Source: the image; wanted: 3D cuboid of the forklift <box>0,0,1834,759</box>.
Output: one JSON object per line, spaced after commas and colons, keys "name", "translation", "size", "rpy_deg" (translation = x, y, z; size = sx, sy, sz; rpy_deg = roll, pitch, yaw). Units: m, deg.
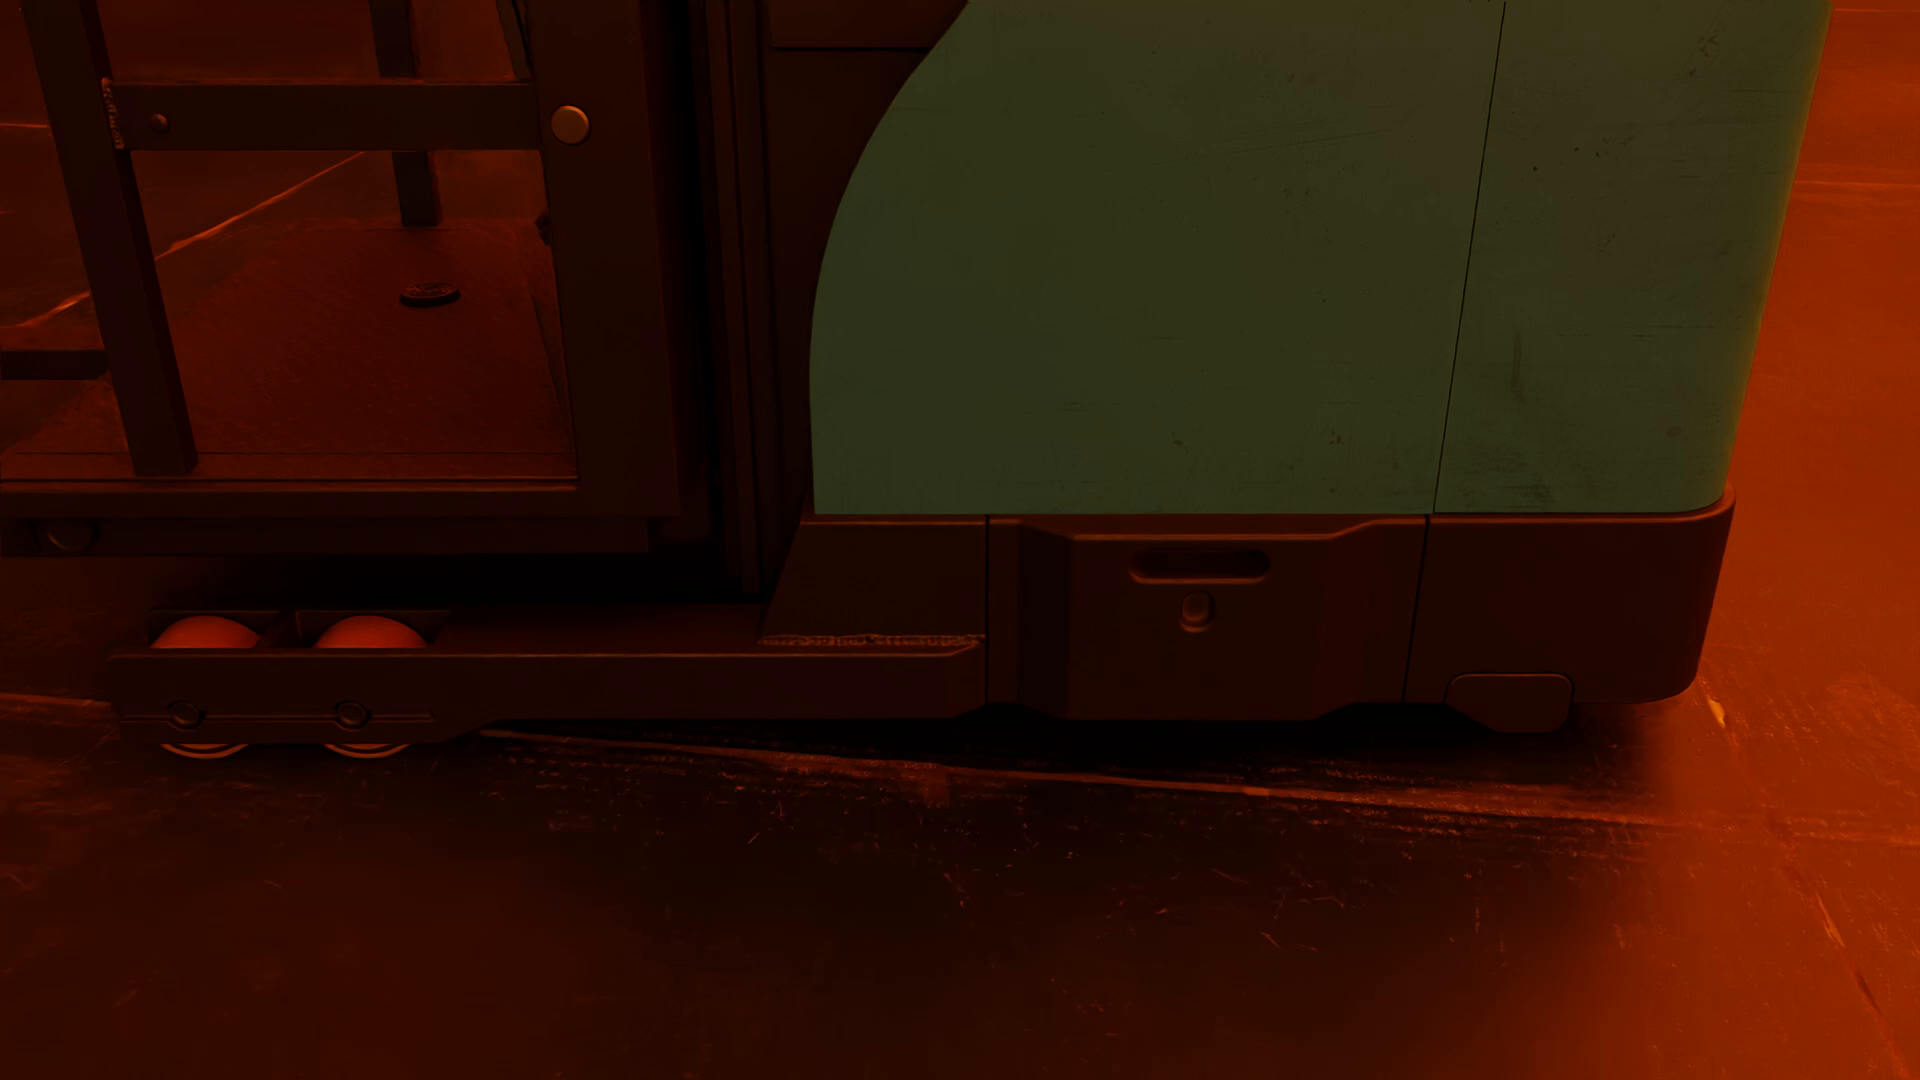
{"name": "forklift", "translation": [-0.617, -1.288, 1.799], "size": [3.031, 2.935, 1.130], "rpy_deg": [0, 27, 0]}
